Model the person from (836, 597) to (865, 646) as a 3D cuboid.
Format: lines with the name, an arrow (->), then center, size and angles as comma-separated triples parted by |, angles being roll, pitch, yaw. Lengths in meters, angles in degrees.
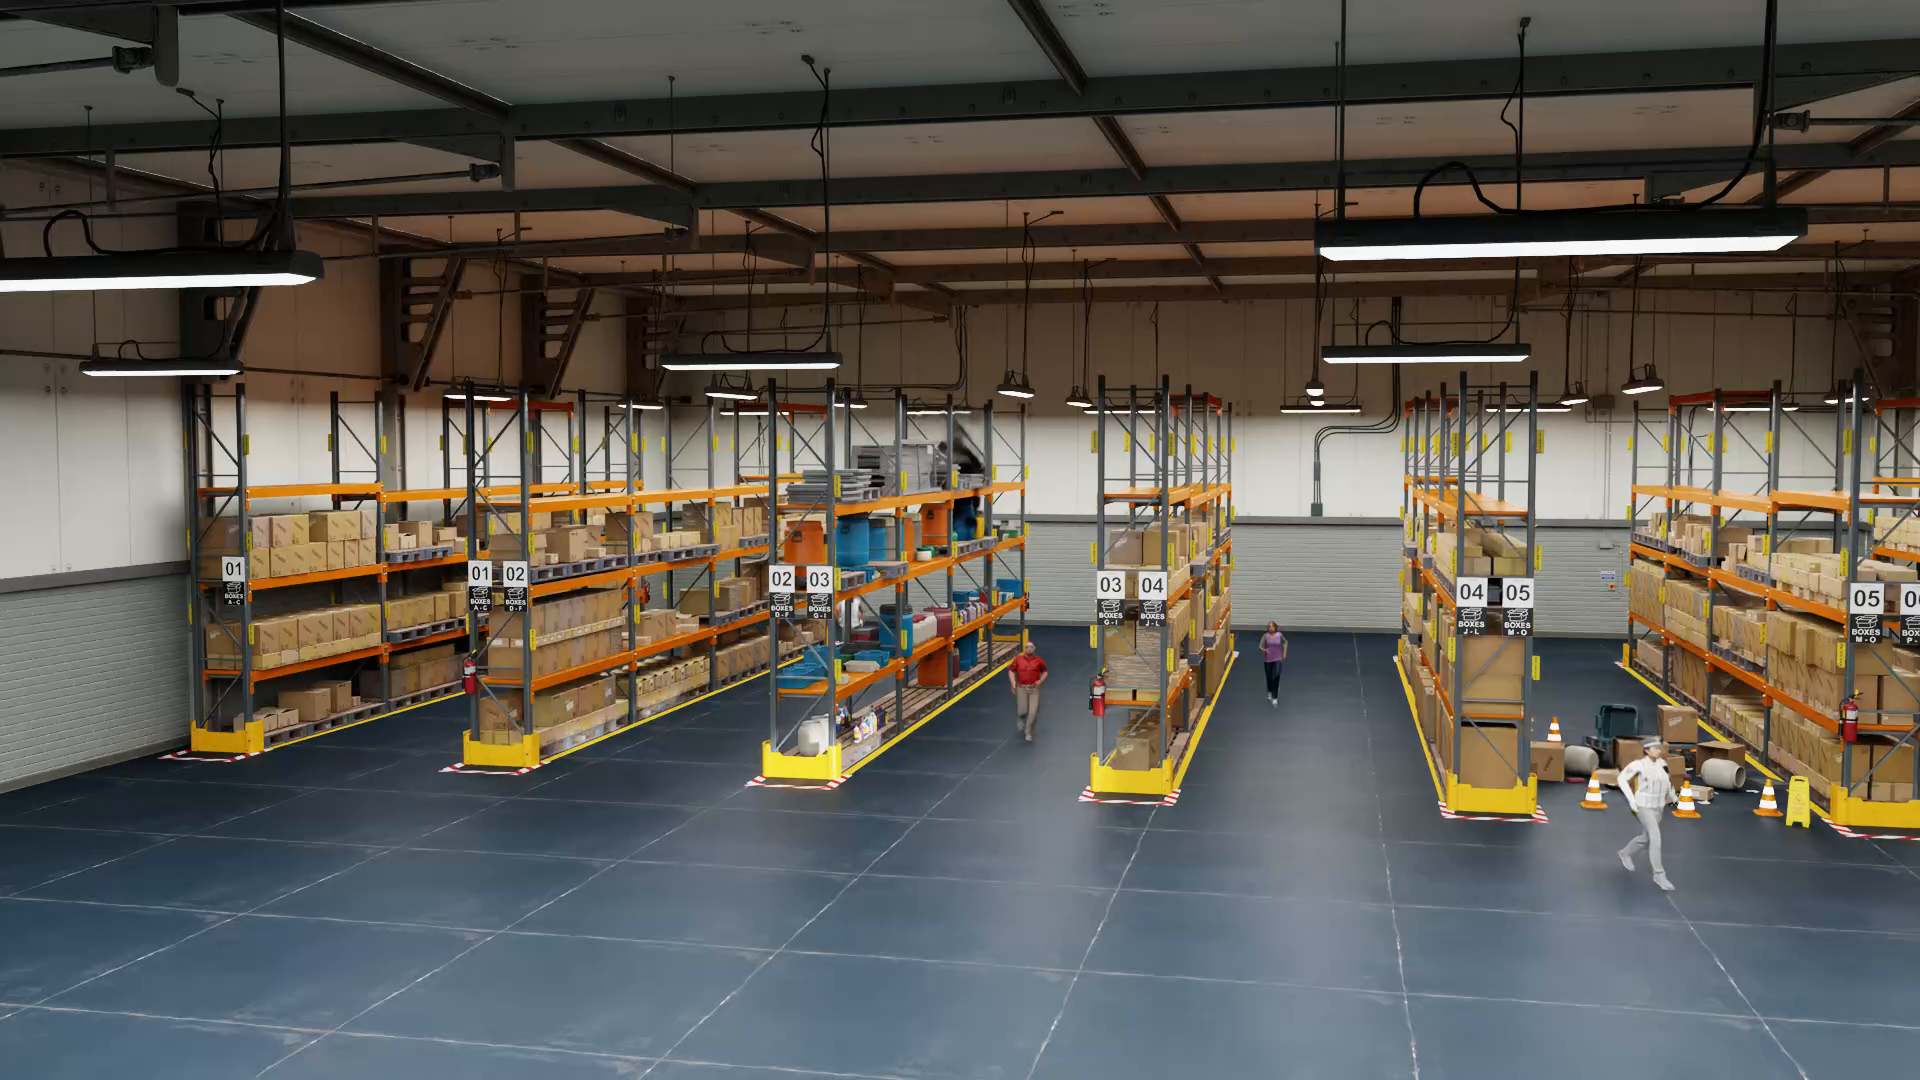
person -> -2.496, 1.972, 37.574 | 0.682, 1.777, 0.885 | 0, 3, 2

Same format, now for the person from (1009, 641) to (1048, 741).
person -> 1.164, 2.553, 28.176 | 0.664, 1.672, 0.601 | 0, 3, -2

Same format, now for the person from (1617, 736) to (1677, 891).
person -> 7.882, 3.070, 19.043 | 0.621, 1.709, 0.855 | -2, 4, -25

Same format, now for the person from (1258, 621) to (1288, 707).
person -> 6.039, 2.369, 32.124 | 0.542, 1.625, 0.798 | 1, 3, 14
